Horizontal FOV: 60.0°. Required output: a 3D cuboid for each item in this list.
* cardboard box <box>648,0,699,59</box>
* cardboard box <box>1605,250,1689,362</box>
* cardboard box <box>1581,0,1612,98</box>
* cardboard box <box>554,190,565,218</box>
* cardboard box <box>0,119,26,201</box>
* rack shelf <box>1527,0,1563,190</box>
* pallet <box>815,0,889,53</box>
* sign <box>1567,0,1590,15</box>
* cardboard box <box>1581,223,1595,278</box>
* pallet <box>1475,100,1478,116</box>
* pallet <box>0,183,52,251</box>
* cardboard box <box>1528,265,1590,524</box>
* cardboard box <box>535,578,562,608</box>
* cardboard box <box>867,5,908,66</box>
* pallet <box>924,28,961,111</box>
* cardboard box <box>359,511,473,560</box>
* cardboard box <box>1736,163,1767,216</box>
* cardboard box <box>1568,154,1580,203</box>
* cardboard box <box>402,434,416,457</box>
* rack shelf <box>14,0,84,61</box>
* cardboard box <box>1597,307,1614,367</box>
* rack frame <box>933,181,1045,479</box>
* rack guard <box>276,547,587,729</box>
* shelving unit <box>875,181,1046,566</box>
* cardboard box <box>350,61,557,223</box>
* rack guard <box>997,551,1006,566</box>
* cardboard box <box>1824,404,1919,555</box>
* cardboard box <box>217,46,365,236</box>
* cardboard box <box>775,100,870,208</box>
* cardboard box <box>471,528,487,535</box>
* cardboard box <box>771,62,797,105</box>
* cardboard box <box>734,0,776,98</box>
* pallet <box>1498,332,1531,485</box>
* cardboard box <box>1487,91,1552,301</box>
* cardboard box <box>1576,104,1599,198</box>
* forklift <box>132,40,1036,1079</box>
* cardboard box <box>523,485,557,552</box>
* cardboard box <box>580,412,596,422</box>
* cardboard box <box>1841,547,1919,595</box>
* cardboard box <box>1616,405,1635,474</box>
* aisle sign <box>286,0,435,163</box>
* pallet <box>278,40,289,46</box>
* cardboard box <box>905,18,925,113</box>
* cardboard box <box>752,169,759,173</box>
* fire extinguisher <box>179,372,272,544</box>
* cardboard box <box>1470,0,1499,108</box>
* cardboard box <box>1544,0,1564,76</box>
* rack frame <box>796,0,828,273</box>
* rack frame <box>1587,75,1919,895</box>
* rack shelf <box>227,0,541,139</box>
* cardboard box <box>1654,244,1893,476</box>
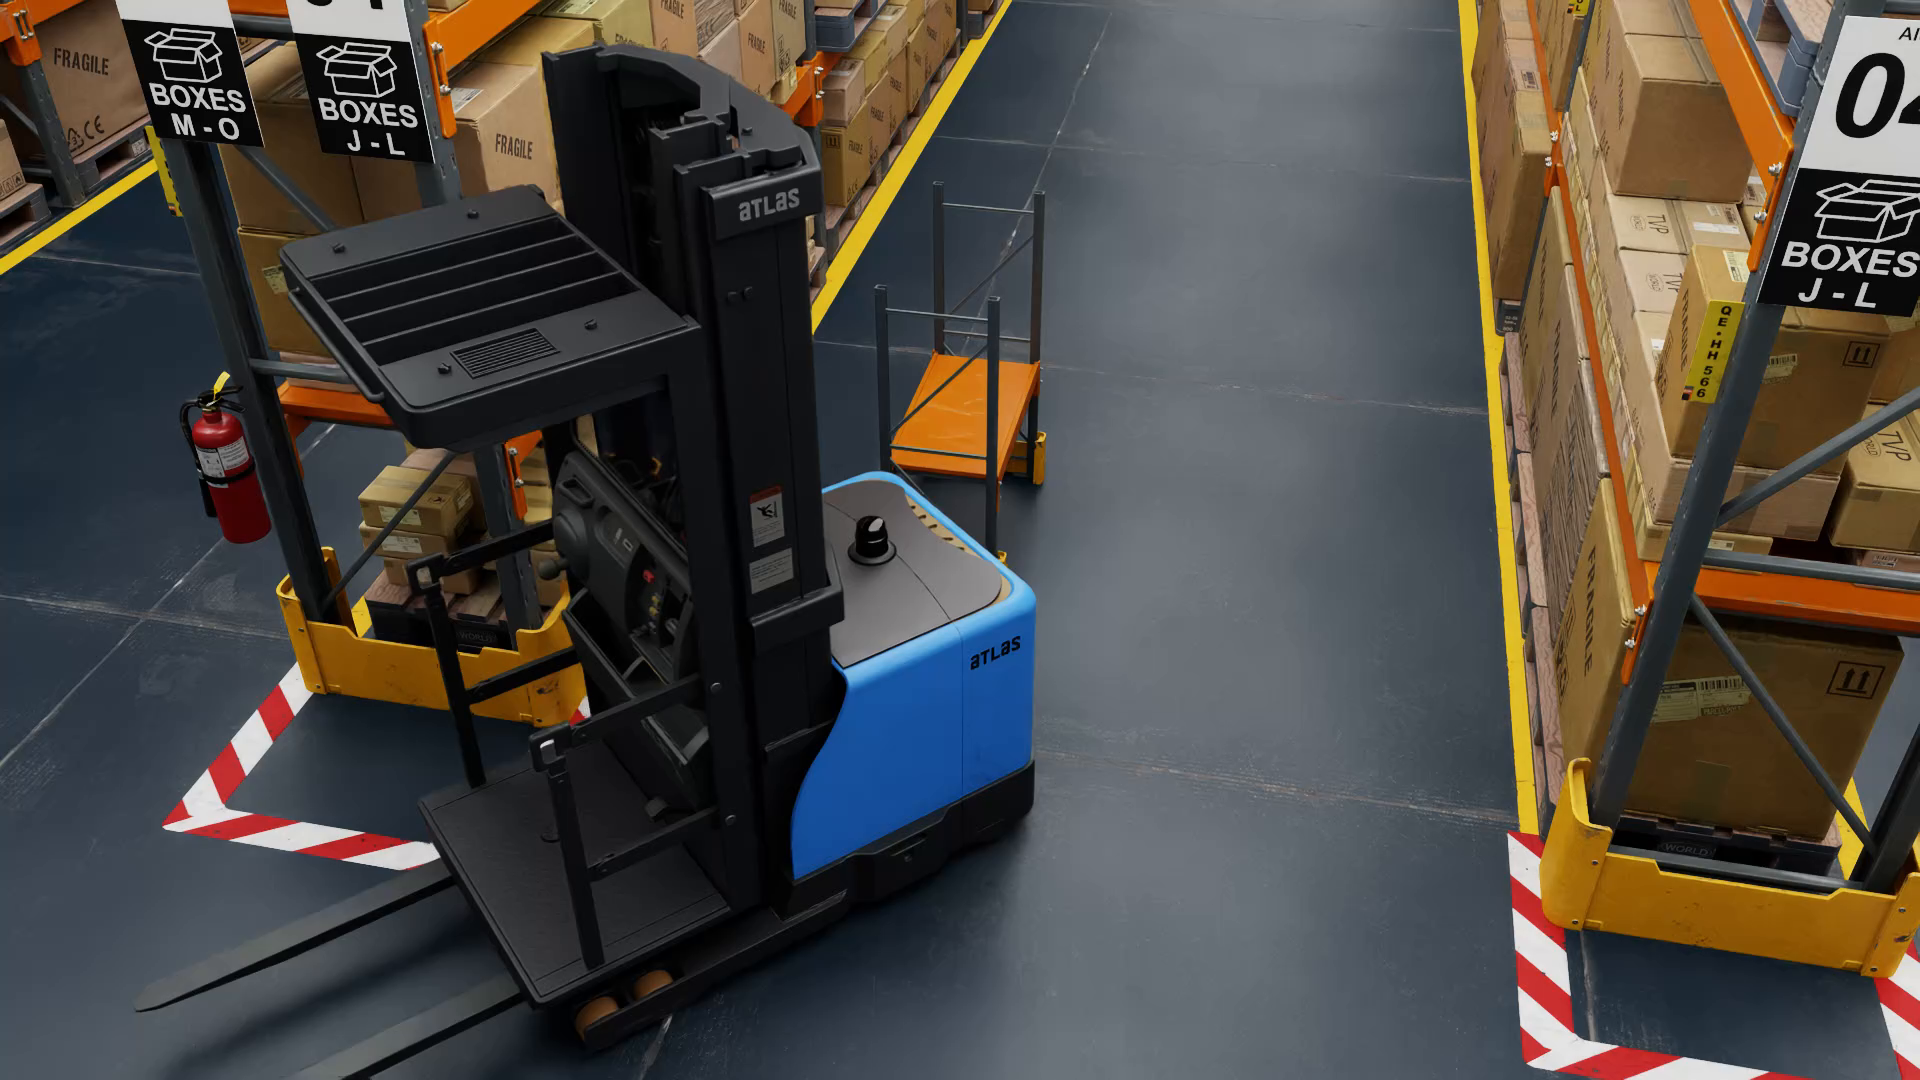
[{"bbox_3d":[-1.452,-2.241,7.096,0.500,0.500,0.500,6,36,8],"label":"cardboard box"},{"bbox_3d":[2.738,-0.847,6.237,0.500,0.250,0.500,6,36,8],"label":"cardboard box"},{"bbox_3d":[3.179,-2.308,7.614,0.500,0.500,0.500,7,37,10],"label":"cardboard box"},{"bbox_3d":[-1.692,-1.267,6.604,0.500,0.500,0.500,7,37,10],"label":"cardboard box"},{"bbox_3d":[-6.389,-2.215,10.076,0.875,0.438,0.875,7,36,9],"label":"cardboard box"},{"bbox_3d":[3.958,-3.042,10.005,1.077,0.370,4.000,7,37,10],"label":"rack shelf"},{"bbox_3d":[-0.988,-3.209,9.785,1.003,0.211,1.213,7,37,10],"label":"pallet"},{"bbox_3d":[2.999,-2.686,7.981,0.100,0.325,0.005,7,37,10],"label":"sign"},{"bbox_3d":[2.866,-1.214,7.083,0.380,0.149,0.250,8,37,11],"label":"cardboard box"},{"bbox_3d":[4.143,-2.909,11.583,1.003,0.211,1.213,7,37,10],"label":"pallet"},{"bbox_3d":[-6.389,-1.874,10.156,1.003,0.211,1.213,7,37,10],"label":"pallet"},{"bbox_3d":[3.120,-0.612,7.492,0.875,0.875,0.875,7,37,10],"label":"cardboard box"},{"bbox_3d":[-1.723,0.151,7.058,0.380,0.149,0.250,8,37,11],"label":"cardboard box"},{"bbox_3d":[-0.653,-3.316,10.903,0.500,0.250,0.500,9,37,12],"label":"cardboard box"},{"bbox_3d":[-0.607,-3.583,12.514,1.003,0.211,1.213,7,37,10],"label":"pallet"},{"bbox_3d":[-2.313,-0.048,7.078,0.380,0.149,0.250,6,36,9],"label":"cardboard box"},{"bbox_3d":[3.476,-1.371,6.960,0.500,0.250,0.500,8,37,11],"label":"cardboard box"},{"bbox_3d":[3.031,-1.656,7.692,0.380,0.149,0.250,8,37,11],"label":"cardboard box"},{"bbox_3d":[-2.241,-0.467,7.402,0.380,0.149,0.250,7,36,9],"label":"cardboard box"},{"bbox_3d":[-5.723,-4.285,11.719,1.077,0.370,4.000,7,37,10],"label":"rack shelf"},{"bbox_3d":[2.702,-0.772,6.473,0.380,0.149,0.250,7,37,10],"label":"cardboard box"},{"bbox_3d":[0.127,-0.948,7.779,0.500,1.500,0.032,7,37,10],"label":"rack frame"},{"bbox_3d":[-2.131,0.395,6.779,1.175,0.500,0.348,7,37,10],"label":"rack guard"},{"bbox_3d":[0.016,-0.651,7.370,0.587,1.500,1.083,7,37,10],"label":"shelving unit"},{"bbox_3d":[-1.792,-1.363,5.884,0.500,0.500,0.500,7,37,10],"label":"cardboard box"},{"bbox_3d":[-0.090,0.141,7.343,0.587,0.250,0.087,7,37,10],"label":"rack guard"},{"bbox_3d":[3.043,-0.195,5.337,0.500,0.250,0.500,6,36,9],"label":"cardboard box"},{"bbox_3d":[-2.293,-1.433,5.980,0.500,0.500,0.500,7,36,9],"label":"cardboard box"},{"bbox_3d":[-0.876,-2.415,10.298,0.500,0.500,0.500,9,37,12],"label":"cardboard box"},{"bbox_3d":[-2.283,-0.077,7.372,0.380,0.149,0.250,8,37,11],"label":"cardboard box"},{"bbox_3d":[-1.074,-2.411,8.734,0.380,0.149,0.250,6,36,9],"label":"cardboard box"},{"bbox_3d":[-1.232,-2.417,8.191,0.500,0.500,0.500,6,36,9],"label":"cardboard box"},{"bbox_3d":[3.292,-0.632,8.442,1.003,0.211,1.213,7,37,10],"label":"pallet"},{"bbox_3d":[3.648,-1.866,9.222,1.225,0.875,0.875,7,37,10],"label":"cardboard box"},{"bbox_3d":[3.064,-1.726,7.449,0.500,0.250,0.500,7,37,10],"label":"cardboard box"},{"bbox_3d":[-1.224,0.123,5.083,3.031,2.935,1.130,-22,41,-27],"label":"forklift"},{"bbox_3d":[-1.704,-0.088,6.880,0.380,0.149,0.250,6,36,8],"label":"cardboard box"},{"bbox_3d":[-1.611,-0.542,7.506,0.380,0.149,0.250,6,36,8],"label":"cardboard box"},{"bbox_3d":[3.075,0.046,5.345,0.380,0.149,0.250,8,37,10],"label":"cardboard box"},{"bbox_3d":[2.540,-0.331,5.865,0.380,0.149,0.250,7,37,10],"label":"cardboard box"},{"bbox_3d":[-1.870,-1.547,5.113,0.394,0.787,0.004,7,37,10],"label":"aisle sign"},{"bbox_3d":[-5.538,-4.151,13.297,1.003,0.211,1.213,7,37,10],"label":"pallet"},{"bbox_3d":[-0.535,-3.305,11.527,0.500,0.500,0.500,6,36,8],"label":"cardboard box"},{"bbox_3d":[-1.381,-2.480,10.389,0.500,0.500,0.500,7,36,9],"label":"cardboard box"},{"bbox_3d":[-2.652,-0.305,5.998,0.296,0.674,0.183,7,37,10],"label":"fire extinguisher"},{"bbox_3d":[4.218,-3.397,11.334,1.225,0.875,0.875,6,36,8],"label":"cardboard box"},{"bbox_3d":[3.476,-2.813,8.990,0.500,0.500,0.500,8,37,11],"label":"cardboard box"},{"bbox_3d":[-1.293,-2.867,9.149,1.000,3.000,0.127,7,37,10],"label":"rack frame"},{"bbox_3d":[2.677,0.106,5.047,1.000,3.000,0.127,7,37,10],"label":"rack frame"},{"bbox_3d":[-1.720,-2.643,6.898,1.077,0.370,4.000,7,37,10],"label":"rack shelf"},{"bbox_3d":[2.524,-0.569,5.215,0.500,0.500,0.500,8,37,11],"label":"cardboard box"}]
